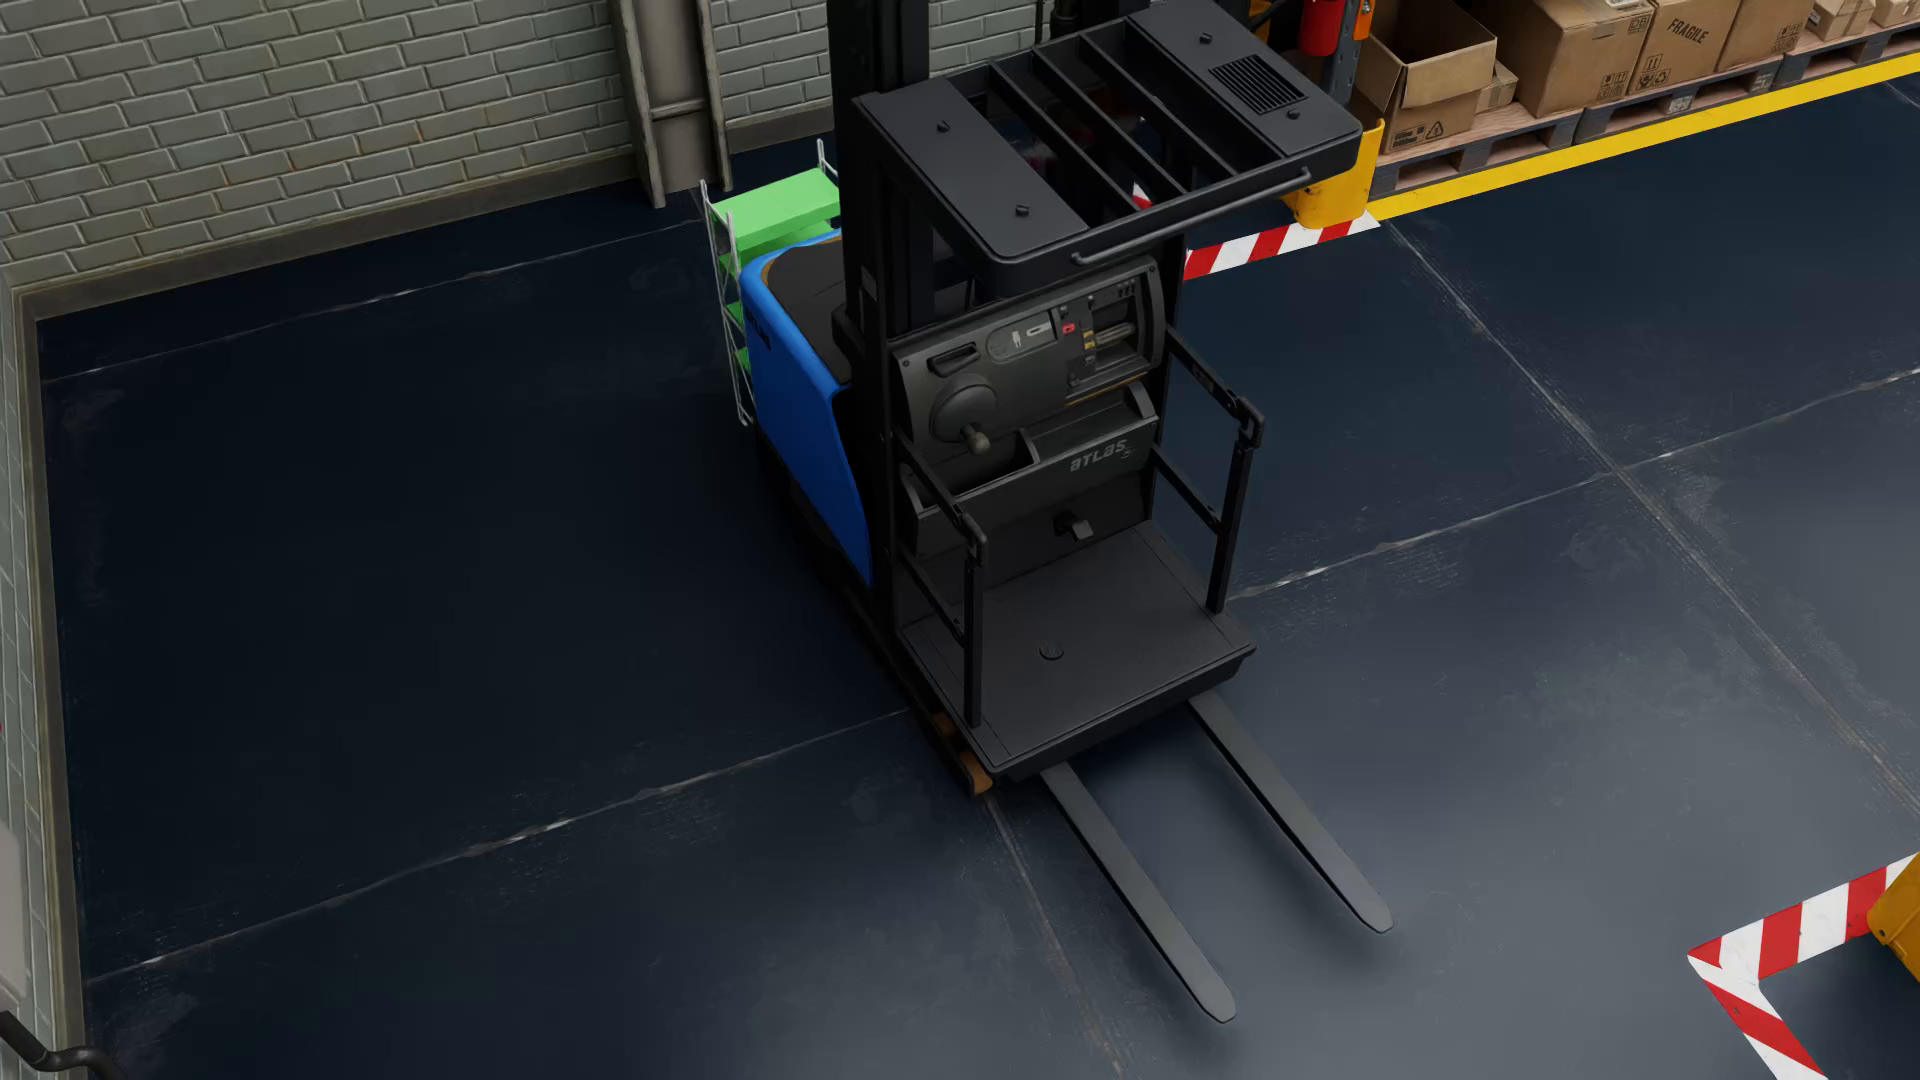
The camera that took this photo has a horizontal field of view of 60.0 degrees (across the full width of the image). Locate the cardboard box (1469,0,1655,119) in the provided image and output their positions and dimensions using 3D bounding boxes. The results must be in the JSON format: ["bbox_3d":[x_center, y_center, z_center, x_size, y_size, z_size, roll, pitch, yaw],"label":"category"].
[{"bbox_3d":[2.910,-2.515,8.144,0.500,0.500,0.700,-15,51,-13],"label":"cardboard box"}]

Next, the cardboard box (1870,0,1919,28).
[{"bbox_3d":[4.800,-2.855,8.667,0.250,0.149,0.380,-19,52,-15],"label":"cardboard box"}]

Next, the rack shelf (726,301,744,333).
[{"bbox_3d":[-0.670,-0.902,6.650,0.480,0.148,0.258,-24,51,-20],"label":"rack shelf"}]

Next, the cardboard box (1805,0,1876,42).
[{"bbox_3d":[4.470,-2.790,8.535,0.258,0.266,0.396,-16,51,-13],"label":"cardboard box"}]

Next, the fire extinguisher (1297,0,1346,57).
[{"bbox_3d":[1.540,-2.352,6.930,0.183,0.674,0.296,-17,52,-14],"label":"fire extinguisher"}]

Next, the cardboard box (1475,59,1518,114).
[{"bbox_3d":[2.512,-2.277,8.171,0.250,0.149,0.380,-19,52,-16],"label":"cardboard box"}]

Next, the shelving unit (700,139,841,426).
[{"bbox_3d":[-0.672,-0.945,6.604,0.503,1.200,0.258,-24,51,-20],"label":"shelving unit"}]

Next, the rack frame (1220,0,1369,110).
[{"bbox_3d":[1.502,-2.865,7.074,0.127,3.000,1.000,-17,52,-14],"label":"rack frame"}]

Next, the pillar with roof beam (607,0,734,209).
[{"bbox_3d":[0.293,-1.656,2.081,0.400,9.000,9.100,-17,52,-14],"label":"pillar with roof beam"}]

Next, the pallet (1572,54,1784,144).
[{"bbox_3d":[3.438,-2.555,8.646,1.213,0.211,1.003,-17,52,-14],"label":"pallet"}]

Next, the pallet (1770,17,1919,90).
[{"bbox_3d":[4.569,-2.908,8.949,1.213,0.211,1.003,-17,52,-14],"label":"pallet"}]

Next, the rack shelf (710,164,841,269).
[{"bbox_3d":[-0.682,-1.229,6.299,0.480,0.148,0.258,-24,51,-20],"label":"rack shelf"}]

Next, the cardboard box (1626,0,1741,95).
[{"bbox_3d":[3.437,-2.596,8.214,0.500,0.500,0.500,-16,51,-14],"label":"cardboard box"}]

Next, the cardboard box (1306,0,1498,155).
[{"bbox_3d":[2.104,-2.298,7.956,0.637,0.503,0.797,-19,52,-16],"label":"cardboard box"}]

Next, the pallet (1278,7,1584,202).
[{"bbox_3d":[2.310,-2.208,8.348,1.213,0.211,1.003,-17,52,-14],"label":"pallet"}]

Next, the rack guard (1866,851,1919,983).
[{"bbox_3d":[3.360,1.441,5.024,0.348,0.500,1.175,-17,52,-14],"label":"rack guard"}]

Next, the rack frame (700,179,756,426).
[{"bbox_3d":[-0.881,-0.850,6.522,0.015,1.200,0.240,-24,51,-20],"label":"rack frame"}]

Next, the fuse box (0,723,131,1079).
[{"bbox_3d":[-2.488,1.156,4.470,0.414,1.711,0.539,-17,52,-14],"label":"fuse box"}]

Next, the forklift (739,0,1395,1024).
[{"bbox_3d":[0.341,-0.468,5.061,1.130,2.935,3.031,-23,53,-19],"label":"forklift"}]

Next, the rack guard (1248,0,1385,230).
[{"bbox_3d":[1.572,-2.073,8.041,0.348,0.500,1.175,-17,52,-14],"label":"rack guard"}]

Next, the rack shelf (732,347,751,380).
[{"bbox_3d":[-0.664,-0.738,6.826,0.480,0.148,0.258,-24,51,-20],"label":"rack shelf"}]

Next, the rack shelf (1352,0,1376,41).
[{"bbox_3d":[3.353,-3.205,7.840,4.000,0.370,1.077,-17,52,-14],"label":"rack shelf"}]

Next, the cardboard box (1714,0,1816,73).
[{"bbox_3d":[3.871,-2.812,8.400,0.500,0.500,0.700,-19,52,-16],"label":"cardboard box"}]

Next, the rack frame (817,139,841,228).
[{"bbox_3d":[-0.462,-1.041,6.686,0.015,1.200,0.240,-24,51,-20],"label":"rack frame"}]

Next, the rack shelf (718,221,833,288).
[{"bbox_3d":[-0.676,-1.065,6.475,0.480,0.148,0.258,-24,51,-20],"label":"rack shelf"}]
